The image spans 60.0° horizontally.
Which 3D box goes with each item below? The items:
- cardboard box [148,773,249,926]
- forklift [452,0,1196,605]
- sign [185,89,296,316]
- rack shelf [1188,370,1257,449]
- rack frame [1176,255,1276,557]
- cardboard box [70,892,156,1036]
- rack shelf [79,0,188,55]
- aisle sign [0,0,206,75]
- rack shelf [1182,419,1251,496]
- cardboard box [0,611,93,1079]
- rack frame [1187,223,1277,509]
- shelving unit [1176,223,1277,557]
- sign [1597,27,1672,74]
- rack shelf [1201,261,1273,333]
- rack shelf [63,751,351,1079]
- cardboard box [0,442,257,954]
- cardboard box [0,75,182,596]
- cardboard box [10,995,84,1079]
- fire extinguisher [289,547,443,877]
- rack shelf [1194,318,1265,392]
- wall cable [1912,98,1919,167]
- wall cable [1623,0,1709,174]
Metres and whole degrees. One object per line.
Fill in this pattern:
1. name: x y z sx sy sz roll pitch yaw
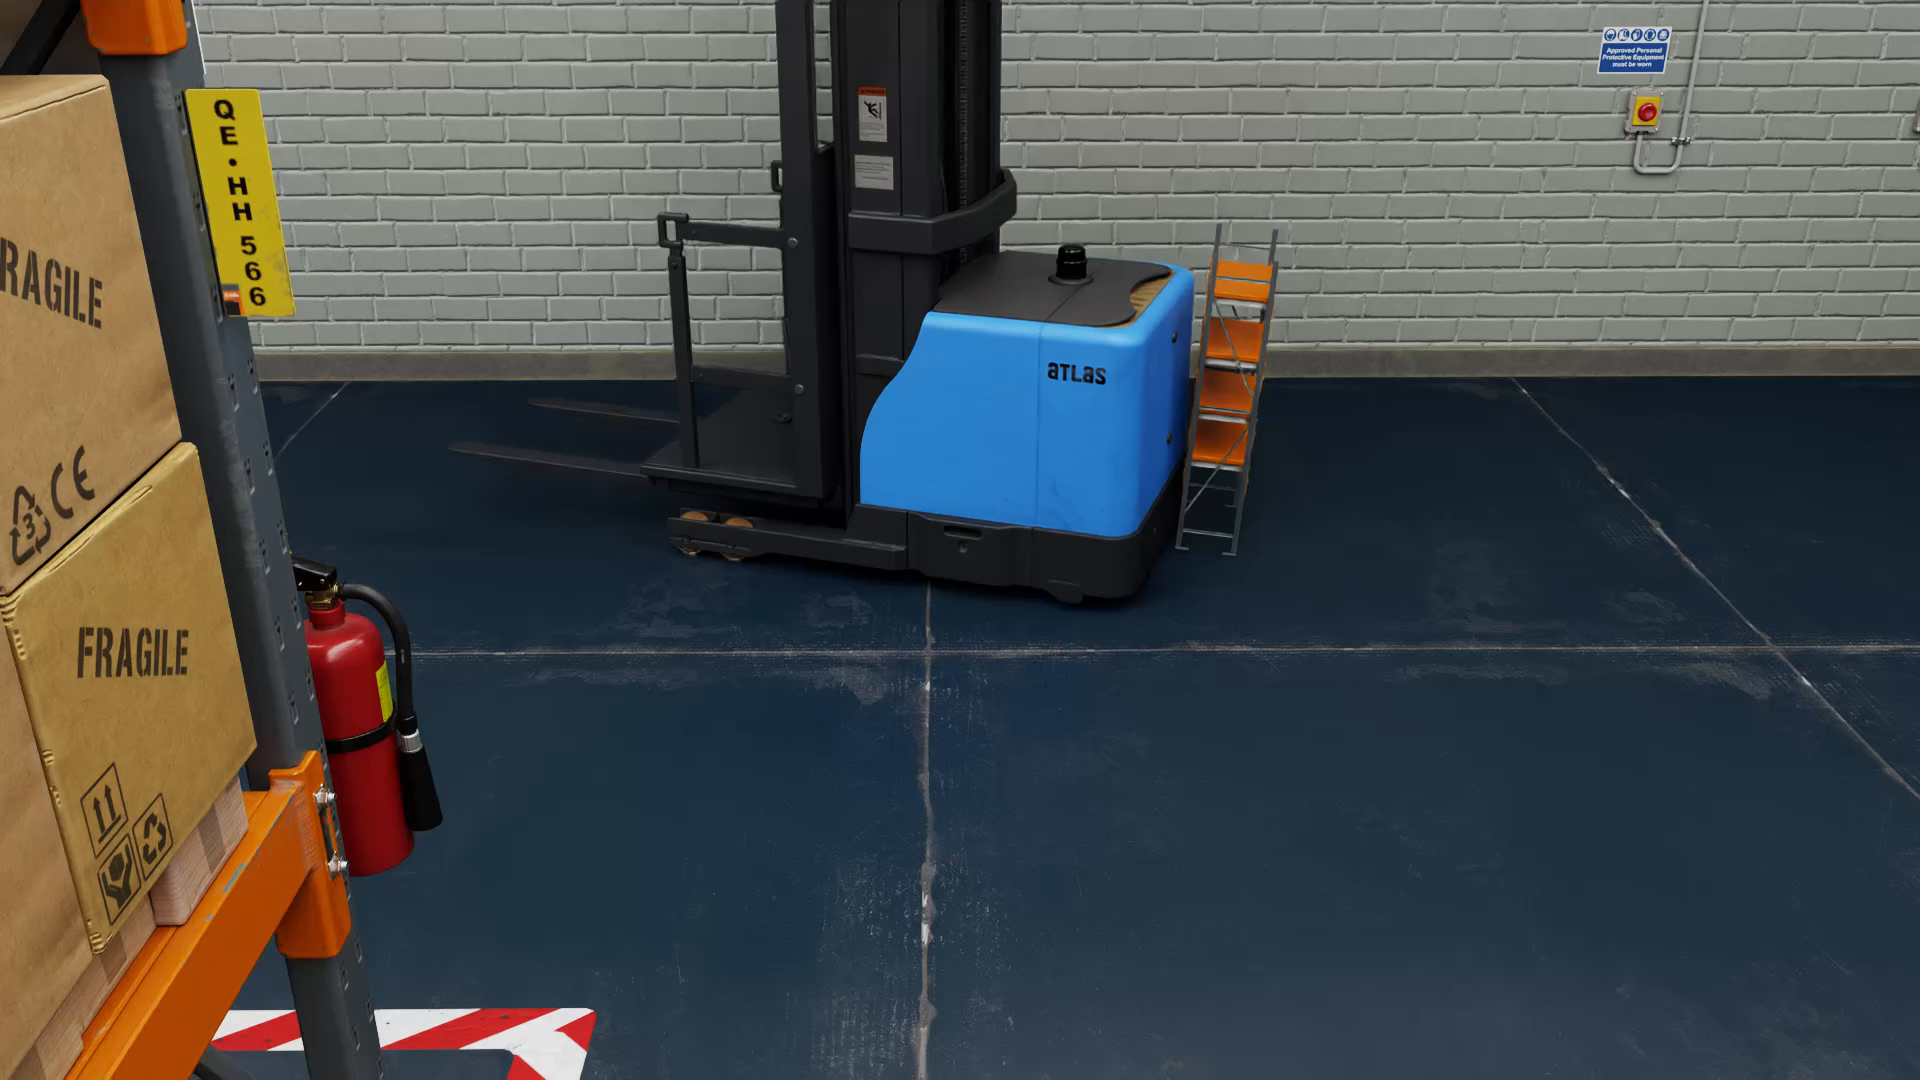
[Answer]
1. cardboard box: -1.296 0.435 2.452 0.380 0.149 0.250 0 24 0
2. forklift: -0.636 -1.454 6.408 3.031 2.935 1.130 8 26 18
3. sign: -1.027 -0.478 2.378 0.100 0.325 0.005 0 24 -1
4. rack shelf: 1.050 -0.532 6.616 0.258 0.148 0.480 7 25 8
5. rack frame: 1.012 -0.493 6.369 0.240 1.200 0.015 7 25 8
6. cardboard box: -1.330 0.538 2.225 0.380 0.149 0.250 0 24 -1
7. rack shelf: -1.560 -0.027 0.403 1.077 0.370 4.000 0 24 -1
8. aisle sign: -1.282 -1.028 2.228 0.394 0.787 0.004 0 24 -1
9. rack shelf: 1.040 -0.352 6.700 0.258 0.148 0.480 7 25 8
10. cardboard box: -1.319 0.403 1.737 0.500 0.500 0.500 -1 24 -1
11. rack frame: 1.096 -0.692 6.807 0.240 1.200 0.015 7 25 8
12. shelving unit: 1.054 -0.593 6.588 0.258 1.200 0.503 7 25 8
13. sign: 3.233 -2.348 7.973 0.327 0.218 0.001 0 24 -1
14. rack shelf: 1.074 -0.949 6.423 0.258 0.148 0.480 7 25 8
15. rack shelf: -1.560 1.340 1.021 1.077 0.370 4.000 0 24 -1
16. cardboard box: -1.319 0.191 2.206 0.500 0.500 0.500 0 24 1
17. cardboard box: -1.328 -0.261 1.992 0.500 0.500 0.500 -1 24 -2
18. cardboard box: -1.313 0.641 1.997 0.380 0.149 0.250 0 24 -1
19. fire extinguisher: -1.123 0.287 3.021 0.296 0.674 0.183 0 24 -1
20. rack shelf: 1.062 -0.734 6.522 0.258 0.148 0.480 7 25 8
21. wall cable: 4.700 -2.674 7.788 0.588 1.984 0.122 0 24 -1
22. wall cable: 3.282 -2.677 7.757 0.585 1.953 0.123 0 24 -1
